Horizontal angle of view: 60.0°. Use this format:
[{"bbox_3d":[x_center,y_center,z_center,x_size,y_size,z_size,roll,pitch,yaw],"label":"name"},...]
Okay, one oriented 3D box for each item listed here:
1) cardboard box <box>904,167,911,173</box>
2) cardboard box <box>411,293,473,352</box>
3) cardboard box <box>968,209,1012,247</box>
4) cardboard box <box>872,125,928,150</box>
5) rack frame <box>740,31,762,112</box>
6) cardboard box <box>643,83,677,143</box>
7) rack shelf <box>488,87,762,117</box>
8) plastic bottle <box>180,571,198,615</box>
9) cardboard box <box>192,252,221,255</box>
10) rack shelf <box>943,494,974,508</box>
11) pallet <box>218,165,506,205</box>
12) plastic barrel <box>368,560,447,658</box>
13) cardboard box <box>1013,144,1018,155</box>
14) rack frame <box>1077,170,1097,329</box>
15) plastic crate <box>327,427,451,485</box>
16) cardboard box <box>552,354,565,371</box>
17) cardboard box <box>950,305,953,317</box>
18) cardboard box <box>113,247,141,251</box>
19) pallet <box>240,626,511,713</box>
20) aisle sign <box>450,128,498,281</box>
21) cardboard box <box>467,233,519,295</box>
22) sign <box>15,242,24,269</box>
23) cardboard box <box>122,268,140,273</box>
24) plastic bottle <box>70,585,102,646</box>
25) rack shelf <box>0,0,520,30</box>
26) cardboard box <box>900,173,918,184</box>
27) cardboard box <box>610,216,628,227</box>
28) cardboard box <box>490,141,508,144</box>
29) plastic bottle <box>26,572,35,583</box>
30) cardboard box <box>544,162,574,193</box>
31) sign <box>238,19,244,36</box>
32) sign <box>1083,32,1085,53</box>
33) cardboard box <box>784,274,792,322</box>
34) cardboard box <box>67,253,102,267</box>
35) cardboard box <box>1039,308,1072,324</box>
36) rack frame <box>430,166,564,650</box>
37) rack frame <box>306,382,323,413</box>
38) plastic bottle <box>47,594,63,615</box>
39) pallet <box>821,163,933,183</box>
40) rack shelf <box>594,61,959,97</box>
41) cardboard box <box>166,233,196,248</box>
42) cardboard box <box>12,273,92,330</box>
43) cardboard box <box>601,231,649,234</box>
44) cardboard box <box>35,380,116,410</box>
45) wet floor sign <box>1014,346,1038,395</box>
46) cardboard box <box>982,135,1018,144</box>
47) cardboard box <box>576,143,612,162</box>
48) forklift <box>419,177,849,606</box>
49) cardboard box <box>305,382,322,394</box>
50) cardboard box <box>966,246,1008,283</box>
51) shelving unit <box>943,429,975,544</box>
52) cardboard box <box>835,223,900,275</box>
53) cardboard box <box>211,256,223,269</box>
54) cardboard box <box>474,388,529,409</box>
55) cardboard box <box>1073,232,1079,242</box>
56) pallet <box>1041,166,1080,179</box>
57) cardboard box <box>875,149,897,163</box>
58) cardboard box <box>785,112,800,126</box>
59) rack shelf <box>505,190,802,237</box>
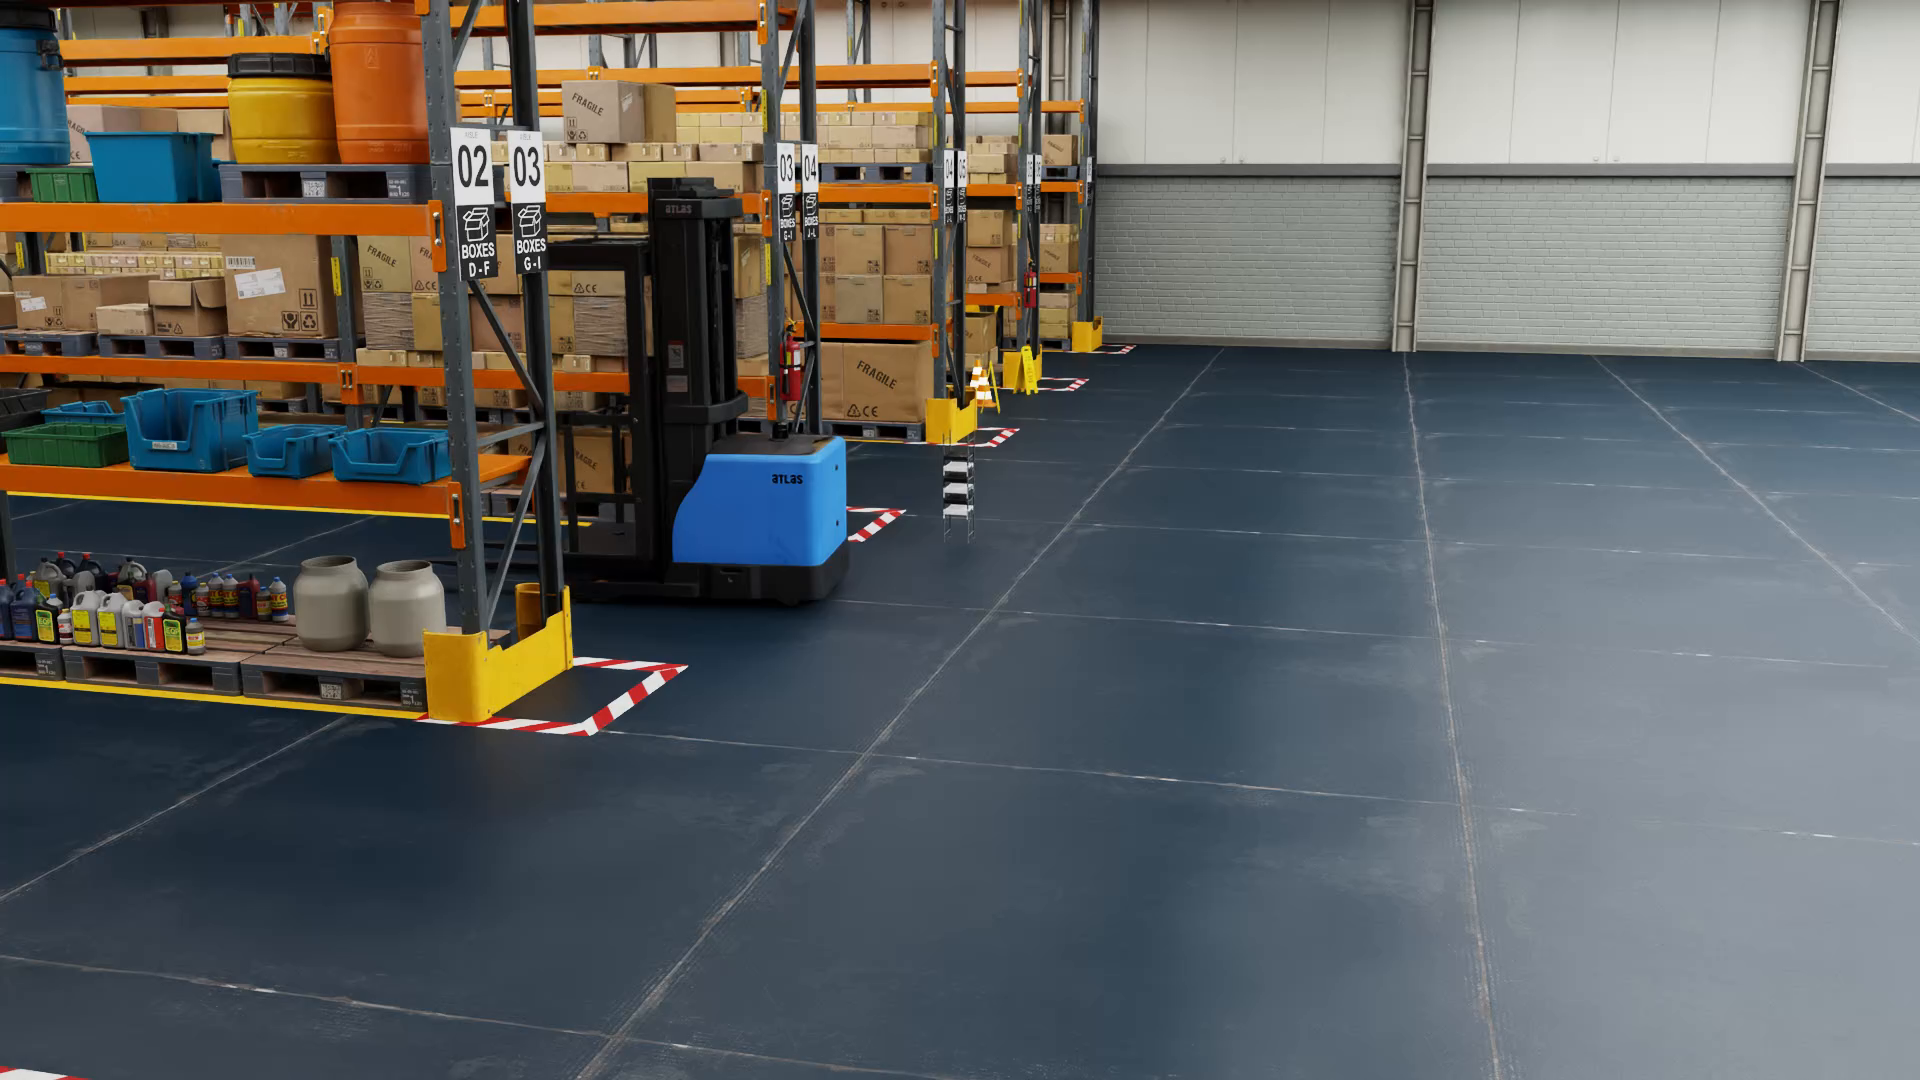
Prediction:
[{"bbox_3d":[-0.582,-5.273,23.310,0.500,0.250,0.500,3,13,15],"label":"cardboard box"},{"bbox_3d":[-4.387,-1.963,14.737,0.500,0.500,0.875,3,13,14],"label":"cardboard box"},{"bbox_3d":[0.424,-4.377,23.313,0.500,0.500,0.700,3,13,12],"label":"cardboard box"},{"bbox_3d":[-0.658,-4.425,18.288,0.500,0.250,0.500,3,13,14],"label":"cardboard box"},{"bbox_3d":[-2.911,-6.851,23.837,0.127,3.000,1.000,3,13,14],"label":"rack frame"},{"bbox_3d":[-2.779,-3.667,14.340,0.500,0.500,0.500,3,13,13],"label":"cardboard box"},{"bbox_3d":[-4.853,-6.408,24.426,4.000,0.370,1.077,3,13,14],"label":"rack shelf"},{"bbox_3d":[-4.901,0.335,10.582,0.097,0.271,0.097,0,13,0],"label":"plastic bottle"},{"bbox_3d":[-9.561,-3.589,21.222,0.250,0.149,0.380,3,13,15],"label":"cardboard box"},{"bbox_3d":[-0.008,-0.319,13.665,0.200,0.077,0.258,3,13,14],"label":"rack shelf"},{"bbox_3d":[-3.369,-2.025,9.446,1.213,0.211,1.003,3,13,14],"label":"pallet"},{"bbox_3d":[-3.246,0.402,9.769,0.421,0.512,0.421,0,13,0],"label":"plastic barrel"},{"bbox_3d":[0.676,-5.507,23.444,0.250,0.149,0.380,3,13,13],"label":"cardboard box"},{"bbox_3d":[2.158,-4.759,28.257,0.127,3.000,1.000,3,13,14],"label":"rack frame"},{"bbox_3d":[-3.147,-0.480,9.313,0.616,0.251,0.499,3,13,14],"label":"plastic crate"},{"bbox_3d":[-3.436,-1.563,14.432,0.250,0.149,0.380,3,13,14],"label":"cardboard box"},{"bbox_3d":[-0.241,-3.252,23.615,0.250,0.149,0.380,3,13,15],"label":"cardboard box"},{"bbox_3d":[-13.177,-4.458,26.671,0.500,0.500,0.500,3,13,13],"label":"cardboard box"},{"bbox_3d":[-3.461,0.735,9.934,1.213,0.211,1.003,3,13,14],"label":"pallet"},{"bbox_3d":[-2.590,-1.792,8.884,0.004,0.787,0.394,3,13,14],"label":"aisle sign"},{"bbox_3d":[-3.939,-2.392,14.363,0.500,0.500,0.500,3,13,14],"label":"cardboard box"},{"bbox_3d":[-11.889,-3.599,21.033,0.005,0.325,0.100,3,13,14],"label":"sign"},{"bbox_3d":[-10.219,-3.335,20.762,0.250,0.149,0.380,3,13,13],"label":"cardboard box"},{"bbox_3d":[-5.192,0.443,9.913,0.185,0.351,0.144,3,13,13],"label":"plastic bottle"},{"bbox_3d":[-4.531,-3.075,9.403,4.000,0.370,1.077,3,13,14],"label":"rack shelf"},{"bbox_3d":[-0.678,-5.088,23.398,0.250,0.149,0.380,3,13,12],"label":"cardboard box"},{"bbox_3d":[-5.139,-4.820,25.148,0.250,0.149,0.380,2,13,11],"label":"cardboard box"},{"bbox_3d":[-5.251,-4.539,19.487,0.500,0.250,0.500,3,13,13],"label":"cardboard box"},{"bbox_3d":[-6.046,0.308,10.865,0.097,0.201,0.097,0,13,0],"label":"plastic bottle"},{"bbox_3d":[-3.402,-3.072,14.076,0.500,0.250,0.500,3,13,13],"label":"cardboard box"},{"bbox_3d":[-10.835,-7.684,25.070,0.005,0.325,0.100,3,13,14],"label":"sign"},{"bbox_3d":[2.014,-8.069,26.986,0.005,0.325,0.100,3,13,14],"label":"sign"},{"bbox_3d":[-2.064,-2.850,19.306,0.500,0.550,0.875,3,13,14],"label":"cardboard box"},{"bbox_3d":[-10.974,-3.520,20.910,0.250,0.149,0.380,3,13,14],"label":"cardboard box"},{"bbox_3d":[1.610,-3.825,28.273,0.500,0.250,0.500,3,13,13],"label":"cardboard box"},{"bbox_3d":[-2.589,-0.589,9.464,0.127,3.000,1.000,3,13,14],"label":"rack frame"},{"bbox_3d":[-7.883,-3.084,20.707,0.127,3.000,1.000,3,13,14],"label":"rack frame"},{"bbox_3d":[-5.453,0.459,10.022,0.097,0.271,0.097,0,13,0],"label":"plastic bottle"},{"bbox_3d":[-0.839,-4.126,18.684,1.213,0.211,1.003,3,13,14],"label":"pallet"},{"bbox_3d":[-2.058,-5.155,18.775,4.000,0.370,1.077,3,13,14],"label":"rack shelf"},{"bbox_3d":[-12.190,-4.893,26.324,0.500,0.500,0.500,3,13,14],"label":"cardboard box"},{"bbox_3d":[-8.635,-2.280,15.885,0.500,0.500,0.500,1,13,7],"label":"cardboard box"},{"bbox_3d":[-2.840,-2.452,14.633,0.500,0.500,0.500,3,13,14],"label":"cardboard box"},{"bbox_3d":[-8.512,-1.378,16.043,0.500,0.250,0.500,4,13,16],"label":"cardboard box"},{"bbox_3d":[0.900,-2.330,22.748,0.232,0.644,0.267,8,15,33],"label":"wet floor sign"},{"bbox_3d":[0.699,-6.572,28.072,0.500,0.500,0.700,3,13,14],"label":"cardboard box"},{"bbox_3d":[-3.008,-3.234,13.887,0.250,0.149,0.380,2,13,11],"label":"cardboard box"},{"bbox_3d":[-2.385,-1.095,11.903,3.031,2.935,1.130,2,13,7],"label":"forklift"},{"bbox_3d":[-8.508,-2.159,21.340,0.500,0.500,0.500,3,13,11],"label":"cardboard box"},{"bbox_3d":[0.379,-3.879,23.374,0.500,0.500,0.500,3,13,13],"label":"cardboard box"},{"bbox_3d":[-0.008,-0.440,13.638,0.210,0.900,0.258,3,13,14],"label":"shelving unit"},{"bbox_3d":[-1.023,-3.305,18.867,0.550,0.550,0.875,3,13,14],"label":"cardboard box"},{"bbox_3d":[-8.966,-3.413,20.427,0.250,0.149,0.380,3,13,15],"label":"cardboard box"},{"bbox_3d":[-5.559,-2.047,20.259,0.750,0.750,1.050,3,13,14],"label":"cardboard box"},{"bbox_3d":[1.891,-5.196,28.501,0.250,0.149,0.380,3,13,12],"label":"cardboard box"},{"bbox_3d":[1.477,-6.222,28.132,1.213,0.211,1.003,3,13,14],"label":"pallet"},{"bbox_3d":[-0.764,-4.223,18.298,0.250,0.149,0.380,3,13,14],"label":"cardboard box"},{"bbox_3d":[-1.758,-4.666,18.450,0.250,0.149,0.380,3,13,13],"label":"cardboard box"},{"bbox_3d":[-3.344,-2.848,14.379,4.000,0.370,1.077,3,13,14],"label":"rack shelf"}]
